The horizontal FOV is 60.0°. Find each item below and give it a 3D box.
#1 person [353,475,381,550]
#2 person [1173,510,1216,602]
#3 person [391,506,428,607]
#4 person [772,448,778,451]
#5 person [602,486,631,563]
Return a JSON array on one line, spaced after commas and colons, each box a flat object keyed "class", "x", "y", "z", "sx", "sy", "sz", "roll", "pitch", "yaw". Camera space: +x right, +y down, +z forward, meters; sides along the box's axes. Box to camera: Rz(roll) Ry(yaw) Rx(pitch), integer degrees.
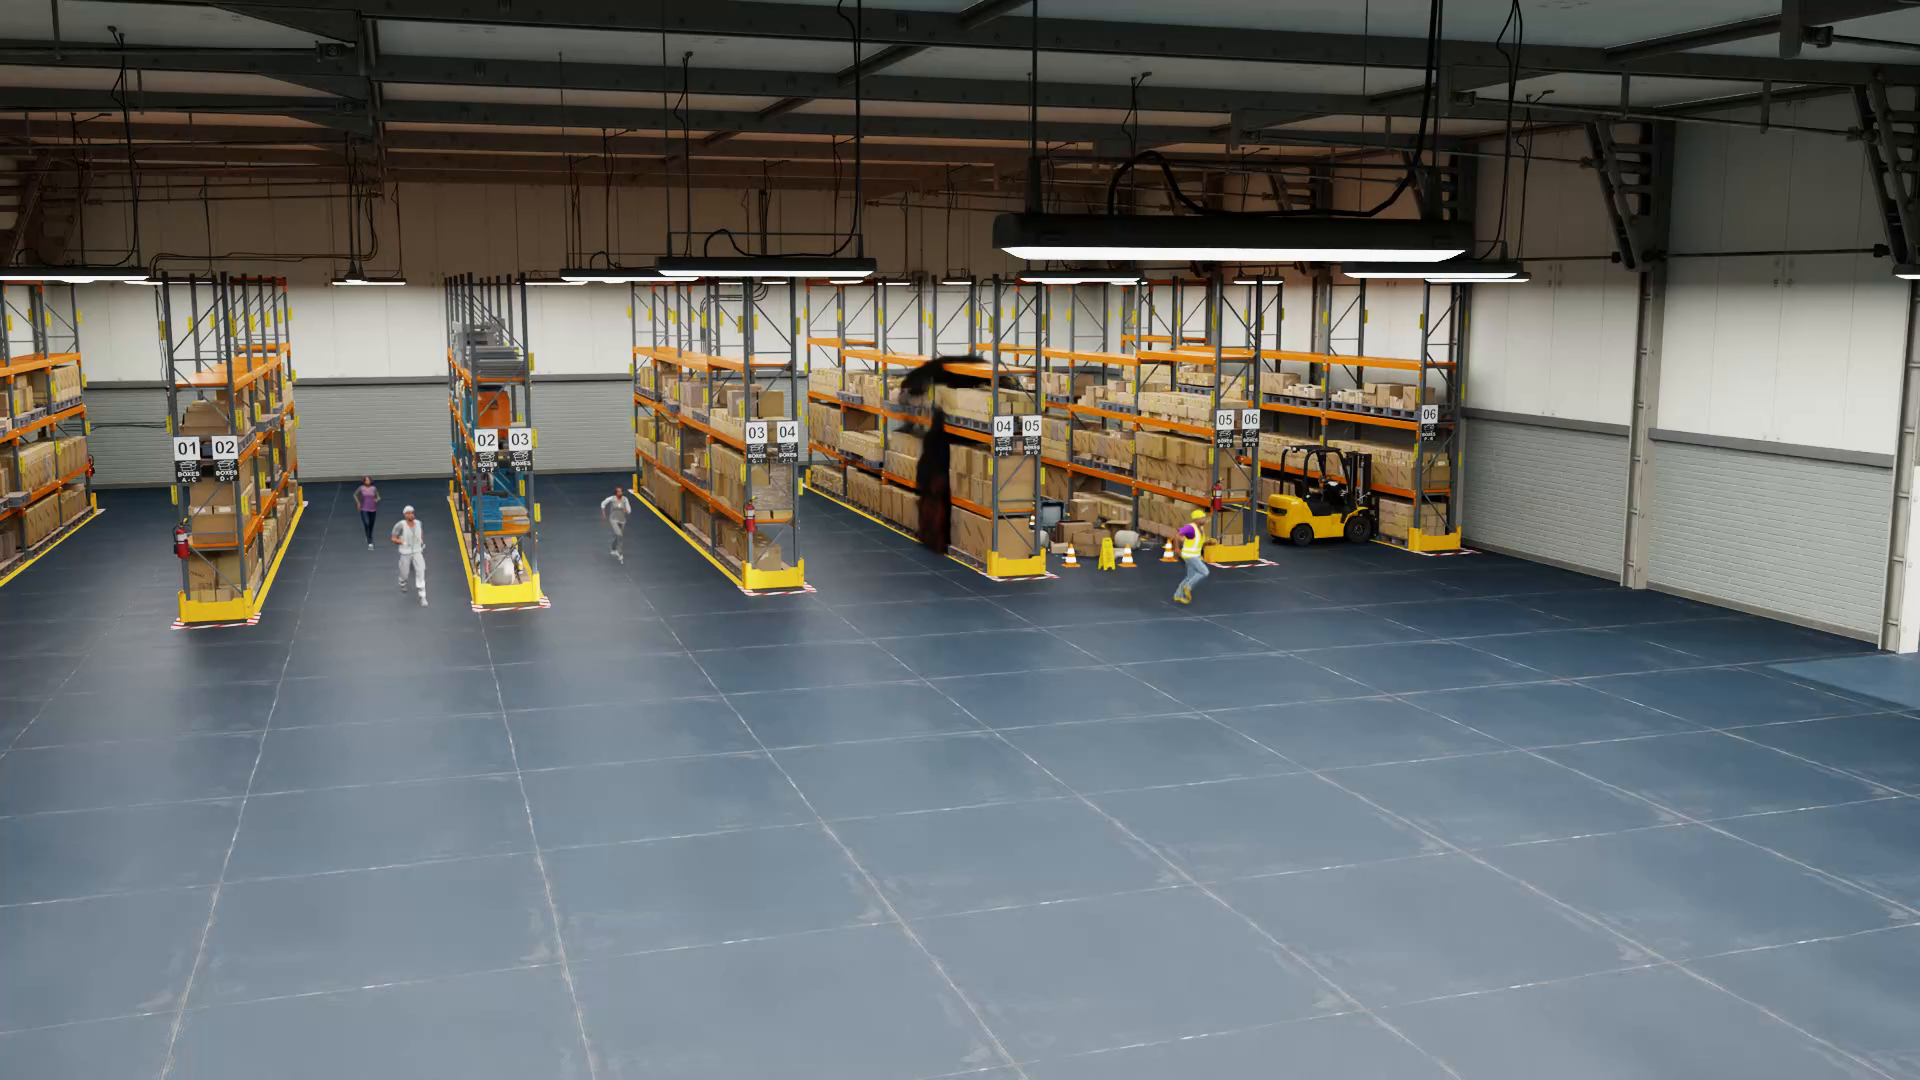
[{"class": "person", "x": -13.125, "y": -0.632, "z": 36.888, "sx": 0.539, "sy": 1.613, "sz": 0.871, "roll": -5, "pitch": 10, "yaw": -31}, {"class": "person", "x": 4.269, "y": 0.306, "z": 30.262, "sx": 0.745, "sy": 1.707, "sz": 0.744, "roll": 5, "pitch": 10, "yaw": 28}, {"class": "person", "x": -10.090, "y": 0.266, "z": 30.436, "sx": 0.621, "sy": 1.801, "sz": 1.142, "roll": -5, "pitch": 10, "yaw": -32}, {"class": "person", "x": -5.062, "y": -2.060, "z": 46.320, "sx": 0.612, "sy": 1.698, "sz": 0.878, "roll": -2, "pitch": 9, "yaw": -11}, {"class": "person", "x": -7.237, "y": -0.345, "z": 35.104, "sx": 0.555, "sy": 1.615, "sz": 0.789, "roll": -5, "pitch": 10, "yaw": -29}]
